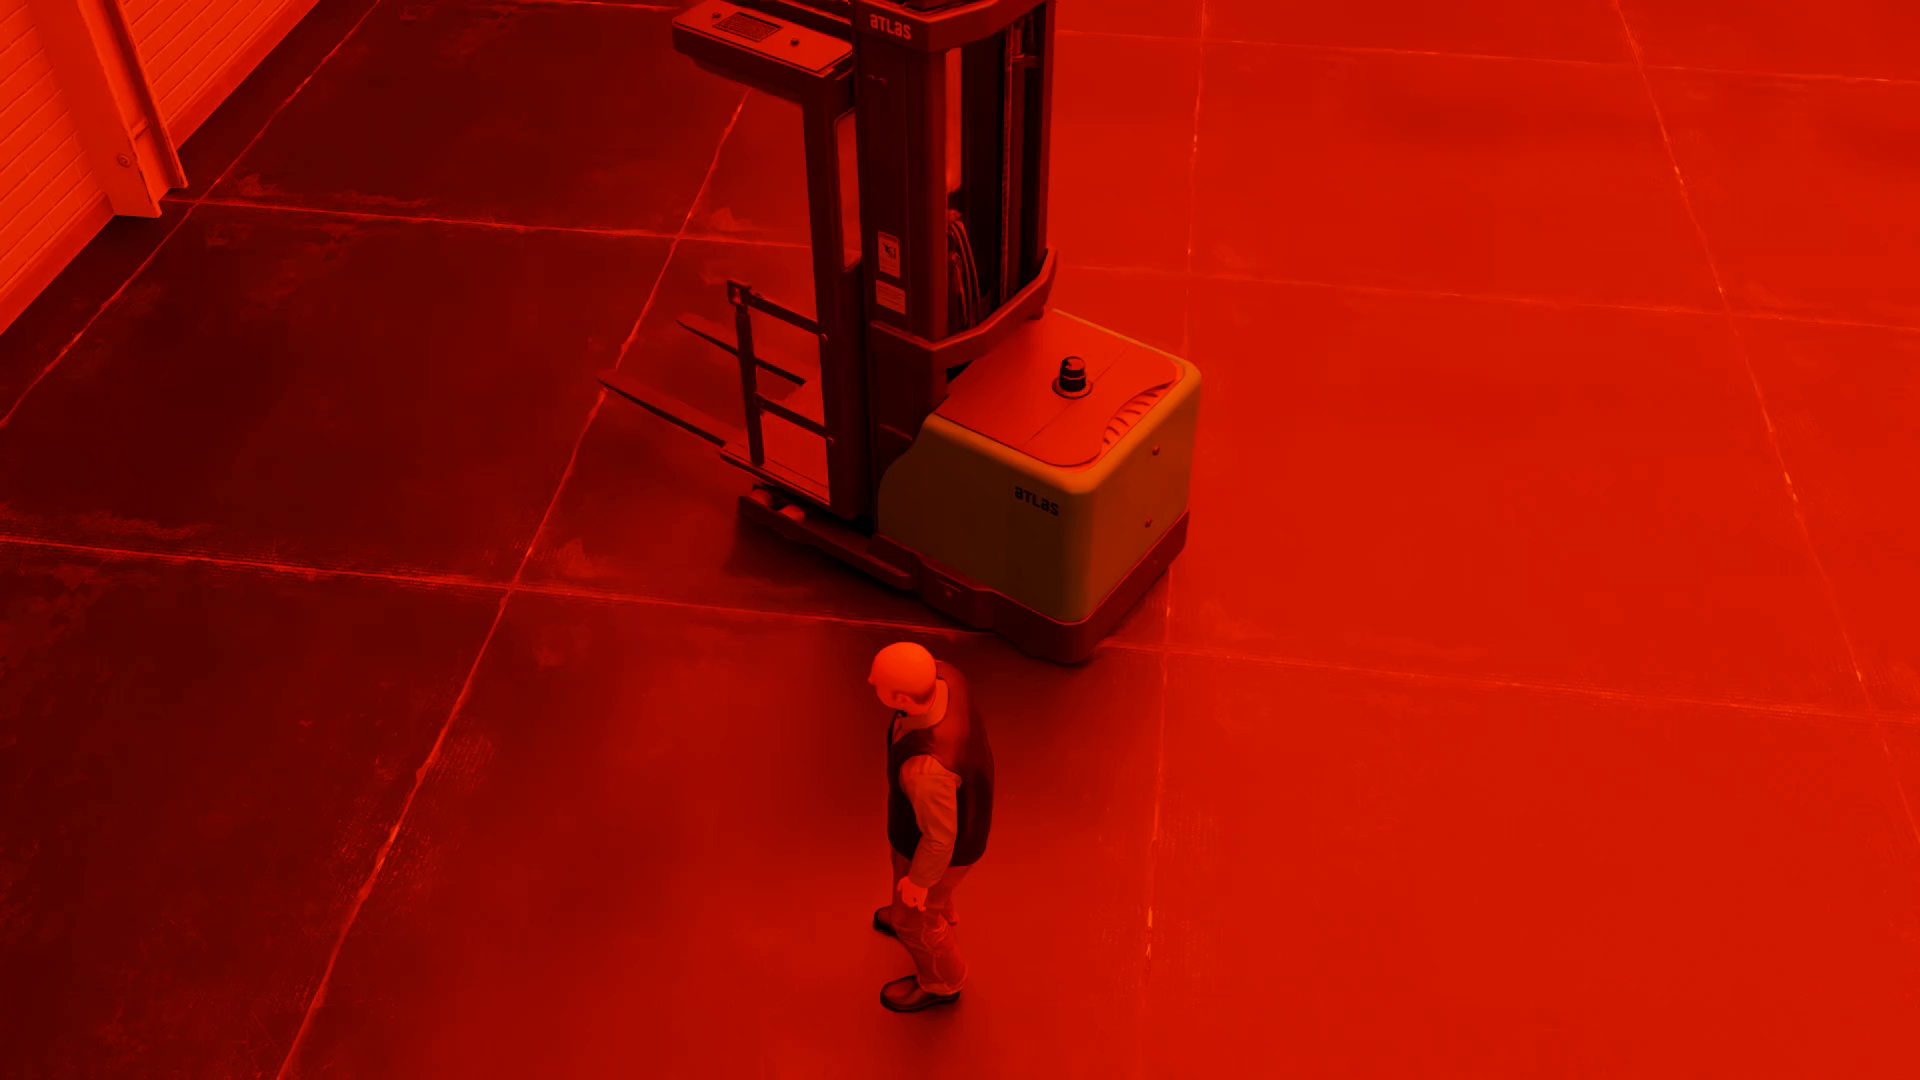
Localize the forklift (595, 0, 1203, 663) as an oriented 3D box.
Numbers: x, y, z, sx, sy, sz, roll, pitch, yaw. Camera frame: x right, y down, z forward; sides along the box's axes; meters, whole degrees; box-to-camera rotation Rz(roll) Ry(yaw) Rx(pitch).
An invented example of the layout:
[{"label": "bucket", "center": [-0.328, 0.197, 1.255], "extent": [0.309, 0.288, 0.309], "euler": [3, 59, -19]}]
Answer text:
[{"label": "forklift", "center": [-0.438, -1.346, 7.189], "extent": [3.031, 2.935, 1.130], "euler": [26, 48, 25]}]

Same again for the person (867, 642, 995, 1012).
[{"label": "person", "center": [-0.108, 0.950, 5.587], "extent": [0.442, 1.718, 0.615], "euler": [1, 43, 1]}]
